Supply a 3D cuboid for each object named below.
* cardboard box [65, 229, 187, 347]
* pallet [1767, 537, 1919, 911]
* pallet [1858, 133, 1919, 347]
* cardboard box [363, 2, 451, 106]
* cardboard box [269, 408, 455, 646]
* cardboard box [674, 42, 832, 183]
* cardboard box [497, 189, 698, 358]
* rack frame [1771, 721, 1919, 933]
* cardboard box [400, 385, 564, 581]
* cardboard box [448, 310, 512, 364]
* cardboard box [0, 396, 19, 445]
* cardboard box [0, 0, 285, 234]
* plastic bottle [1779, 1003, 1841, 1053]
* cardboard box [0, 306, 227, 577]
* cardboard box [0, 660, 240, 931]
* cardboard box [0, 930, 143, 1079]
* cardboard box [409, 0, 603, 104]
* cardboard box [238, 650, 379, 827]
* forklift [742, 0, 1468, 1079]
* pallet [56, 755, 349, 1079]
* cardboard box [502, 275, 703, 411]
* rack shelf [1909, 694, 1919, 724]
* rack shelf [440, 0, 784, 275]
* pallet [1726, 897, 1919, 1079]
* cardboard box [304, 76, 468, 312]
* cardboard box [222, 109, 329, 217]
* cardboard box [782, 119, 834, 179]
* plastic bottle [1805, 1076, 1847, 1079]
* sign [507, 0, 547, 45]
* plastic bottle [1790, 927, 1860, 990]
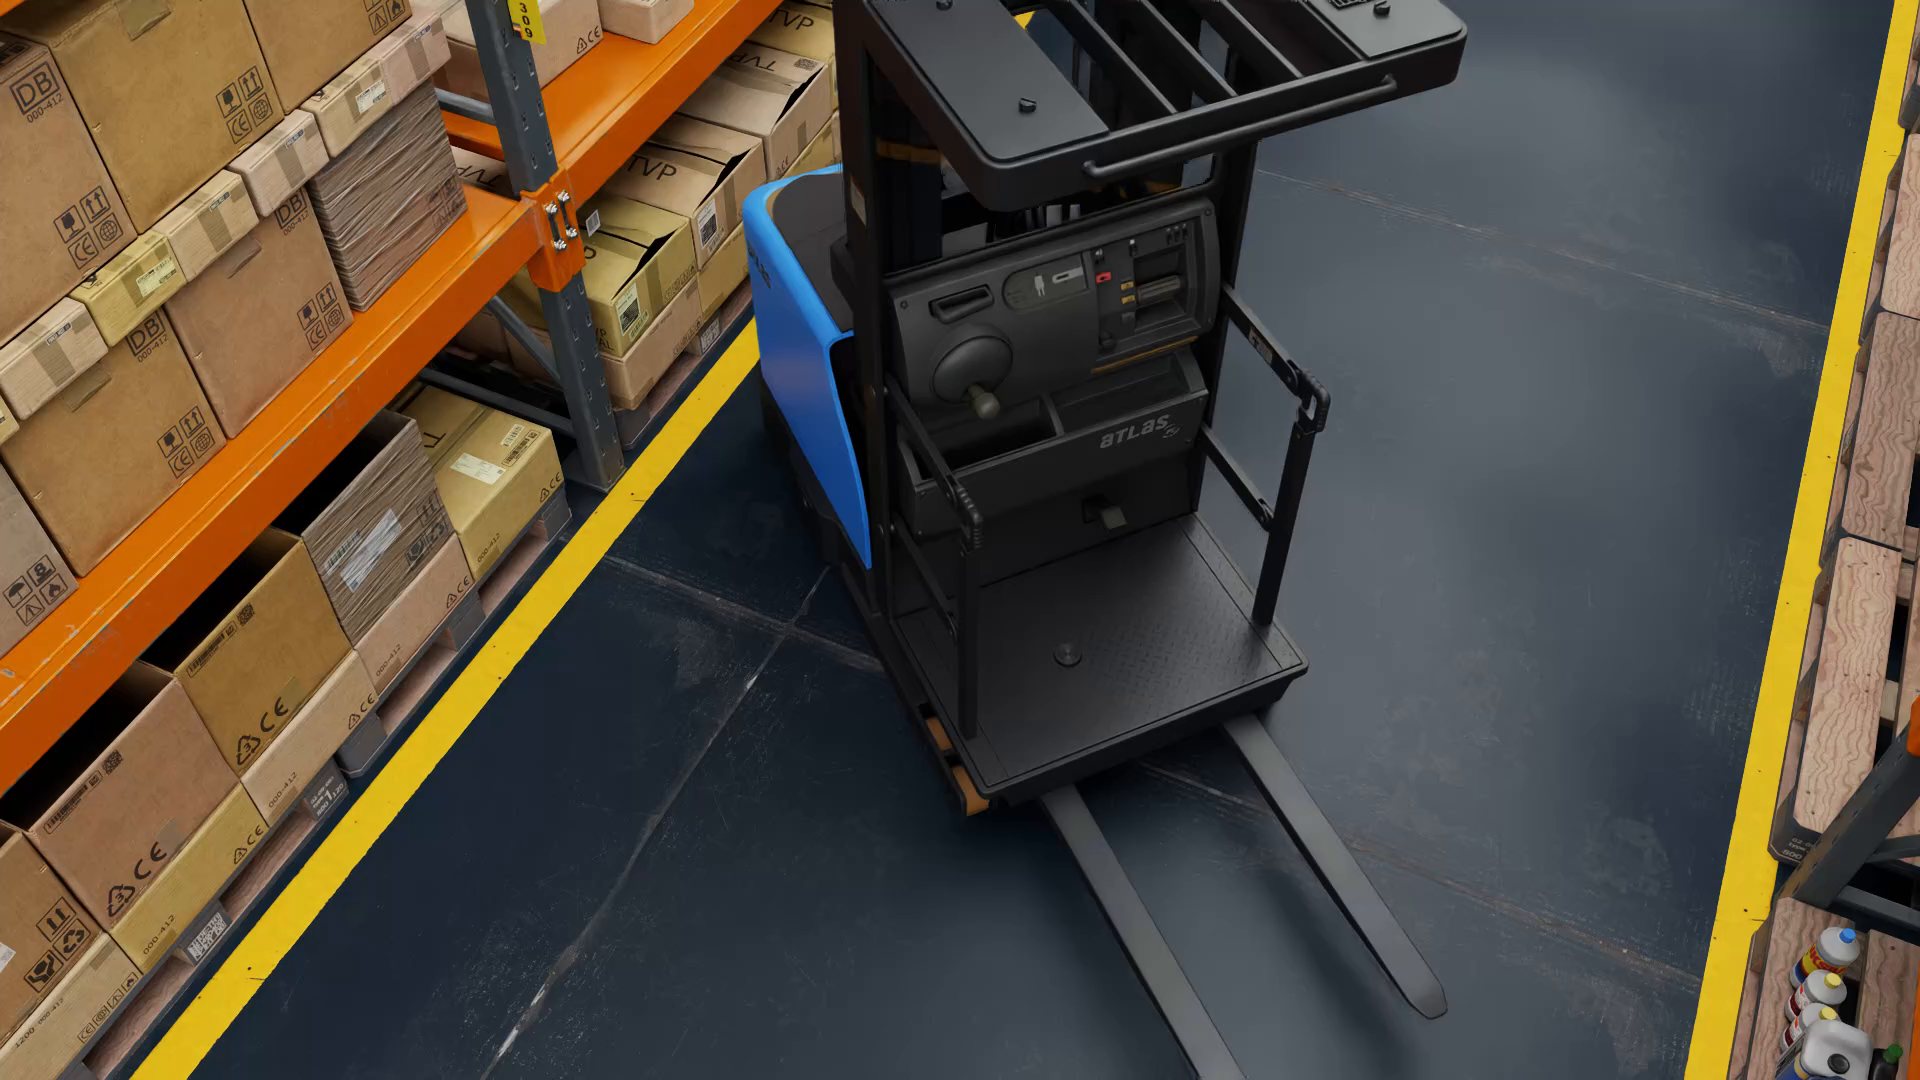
[{"bbox_3d":[-2.030,-0.625,3.821,0.380,0.149,0.250,20,52,16],"label":"cardboard box"},{"bbox_3d":[3.106,0.625,5.080,1.003,0.211,1.213,20,52,16],"label":"pallet"},{"bbox_3d":[4.149,-1.055,6.509,1.003,0.211,1.213,20,52,16],"label":"pallet"},{"bbox_3d":[-1.594,-1.325,4.416,0.380,0.149,0.250,20,52,16],"label":"cardboard box"},{"bbox_3d":[-1.896,-0.097,4.900,0.500,0.500,0.500,20,52,16],"label":"cardboard box"},{"bbox_3d":[-0.831,-1.670,6.363,0.500,0.311,0.500,18,52,15],"label":"cardboard box"},{"bbox_3d":[-1.269,-0.970,5.767,0.500,0.311,0.500,20,52,16],"label":"cardboard box"},{"bbox_3d":[2.806,0.275,3.547,1.000,3.000,0.127,20,52,16],"label":"rack frame"},{"bbox_3d":[-1.672,-0.194,5.475,0.500,0.250,0.500,20,52,16],"label":"cardboard box"},{"bbox_3d":[-1.756,-0.964,6.131,0.500,0.250,0.500,19,52,16],"label":"cardboard box"},{"bbox_3d":[-2.248,-0.267,3.516,0.380,0.149,0.250,21,53,17],"label":"cardboard box"},{"bbox_3d":[-2.070,-1.136,3.830,0.700,0.500,0.500,20,52,16],"label":"cardboard box"},{"bbox_3d":[2.187,1.256,4.260,0.097,0.201,0.097,0,50,0],"label":"plastic bottle"},{"bbox_3d":[-2.292,-0.355,4.017,0.700,0.500,0.500,21,53,17],"label":"cardboard box"},{"bbox_3d":[-2.306,0.598,4.309,0.500,0.500,0.500,20,52,16],"label":"cardboard box"},{"bbox_3d":[-2.525,1.183,4.303,0.500,0.250,0.500,20,52,16],"label":"cardboard box"},{"bbox_3d":[-1.500,-1.644,5.278,0.500,0.250,0.500,23,53,18],"label":"cardboard box"},{"bbox_3d":[-2.094,0.496,4.888,0.500,0.250,0.500,20,52,16],"label":"cardboard box"},{"bbox_3d":[0.359,-0.502,4.252,1.130,2.935,3.031,-19,52,-16],"label":"forklift"},{"bbox_3d":[-2.569,0.941,4.810,1.003,0.211,1.213,20,52,16],"label":"pallet"},{"bbox_3d":[-1.275,-0.782,5.975,0.500,0.250,0.500,19,52,15],"label":"cardboard box"},{"bbox_3d":[3.660,-0.869,4.992,1.077,0.370,4.000,20,52,16],"label":"rack shelf"},{"bbox_3d":[-0.817,-2.484,6.366,1.077,0.370,4.000,20,52,16],"label":"rack shelf"},{"bbox_3d":[2.481,1.627,4.227,1.003,0.211,1.213,20,52,16],"label":"pallet"},{"bbox_3d":[-1.855,-1.064,4.620,0.700,0.500,0.500,19,52,15],"label":"cardboard box"},{"bbox_3d":[-1.811,-0.974,4.118,0.380,0.149,0.250,18,52,15],"label":"cardboard box"},{"bbox_3d":[-0.836,-1.491,6.579,0.500,0.250,0.500,18,52,15],"label":"cardboard box"},{"bbox_3d":[2.086,1.411,4.030,0.144,0.351,0.185,21,53,17],"label":"plastic bottle"},{"bbox_3d":[-1.169,-1.466,4.408,0.100,0.325,0.005,20,52,16],"label":"sign"},{"bbox_3d":[2.273,1.093,4.353,0.097,0.271,0.097,0,50,0],"label":"plastic bottle"}]
